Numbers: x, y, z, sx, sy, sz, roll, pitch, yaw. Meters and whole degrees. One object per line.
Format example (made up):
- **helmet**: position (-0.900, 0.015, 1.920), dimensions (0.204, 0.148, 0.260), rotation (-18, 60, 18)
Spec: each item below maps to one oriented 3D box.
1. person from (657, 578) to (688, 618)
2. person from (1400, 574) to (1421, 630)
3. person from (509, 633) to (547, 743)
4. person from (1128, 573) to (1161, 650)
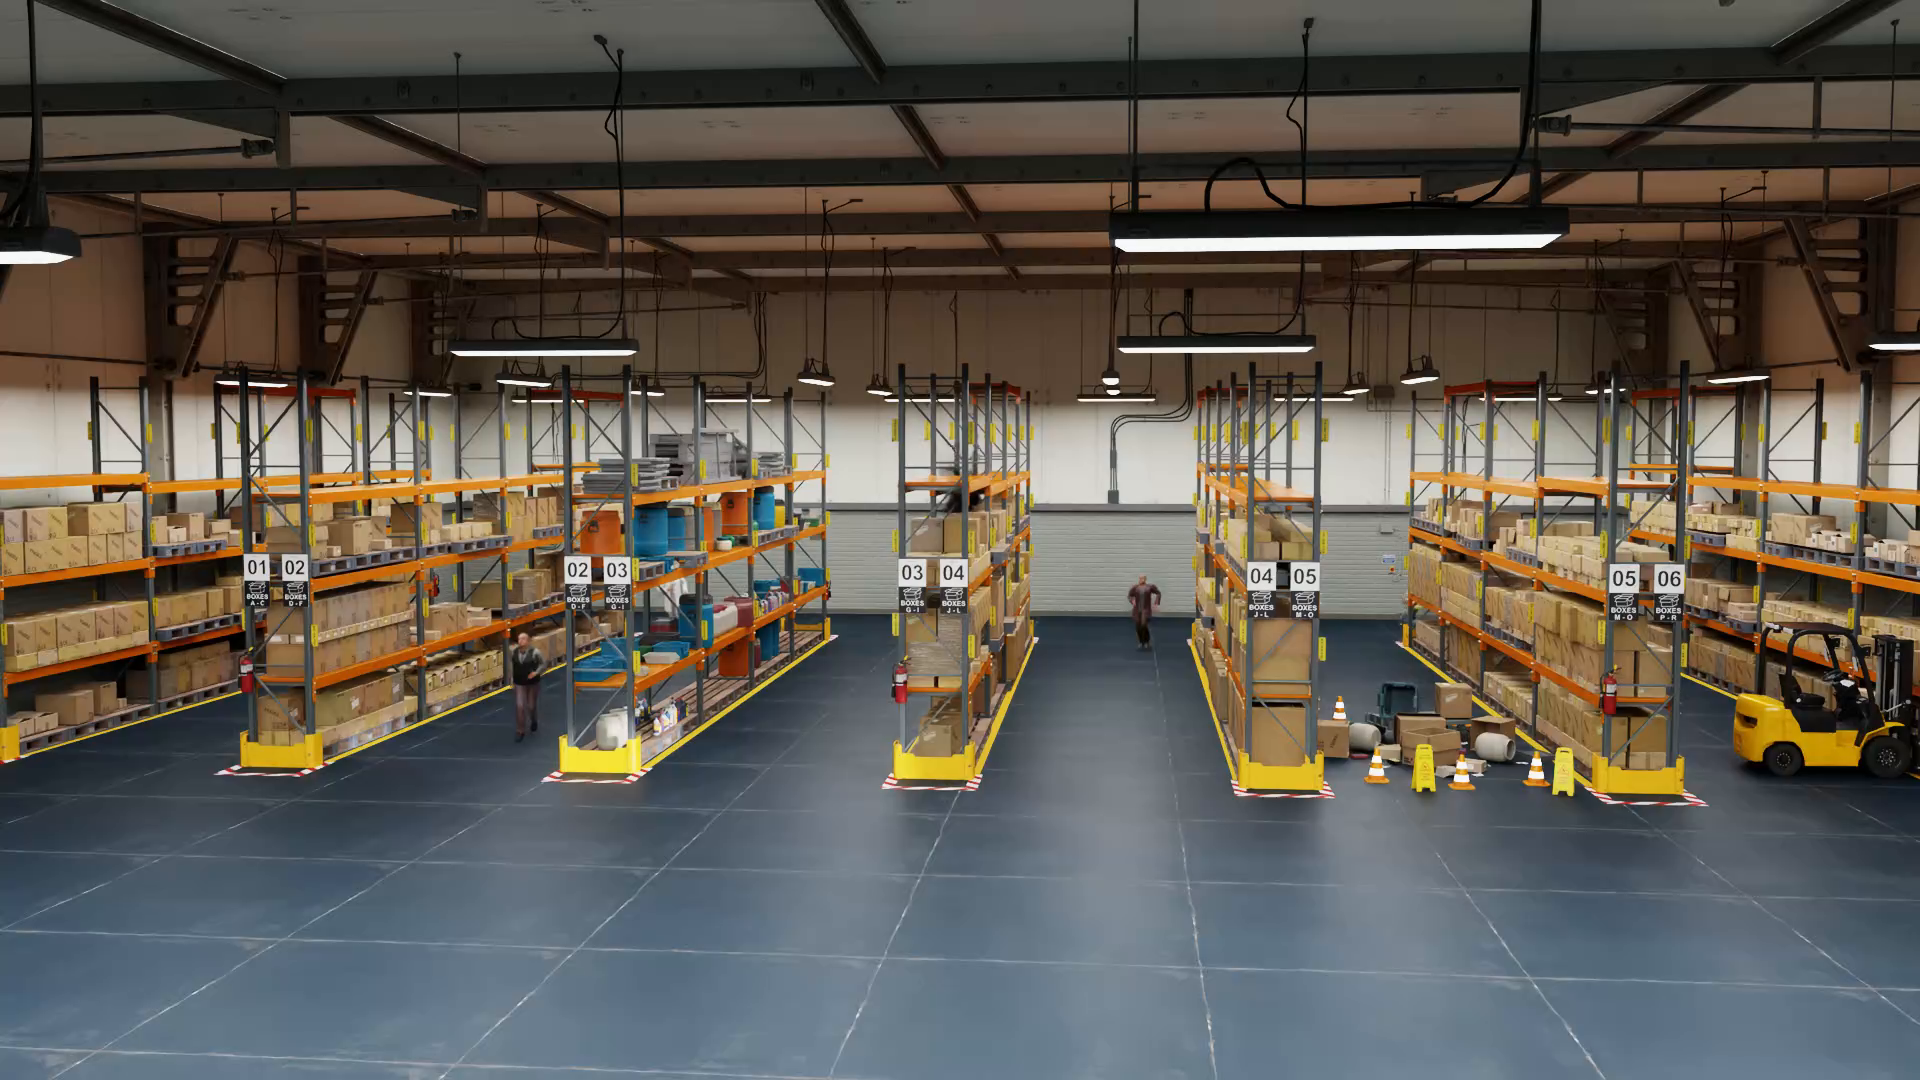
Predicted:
- **person**: position (-6.995, 1.516, 40.424), dimensions (0.738, 1.826, 0.939), rotation (0, 4, -6)
- **person**: position (10.941, 1.587, 40.345), dimensions (0.533, 1.659, 0.797), rotation (2, 4, 24)
- **person**: position (-7.085, 2.386, 27.270), dimensions (0.658, 1.747, 0.832), rotation (0, 4, -2)
- **person**: position (4.226, 1.706, 38.431), dimensions (0.733, 1.723, 0.743), rotation (1, 4, 21)
